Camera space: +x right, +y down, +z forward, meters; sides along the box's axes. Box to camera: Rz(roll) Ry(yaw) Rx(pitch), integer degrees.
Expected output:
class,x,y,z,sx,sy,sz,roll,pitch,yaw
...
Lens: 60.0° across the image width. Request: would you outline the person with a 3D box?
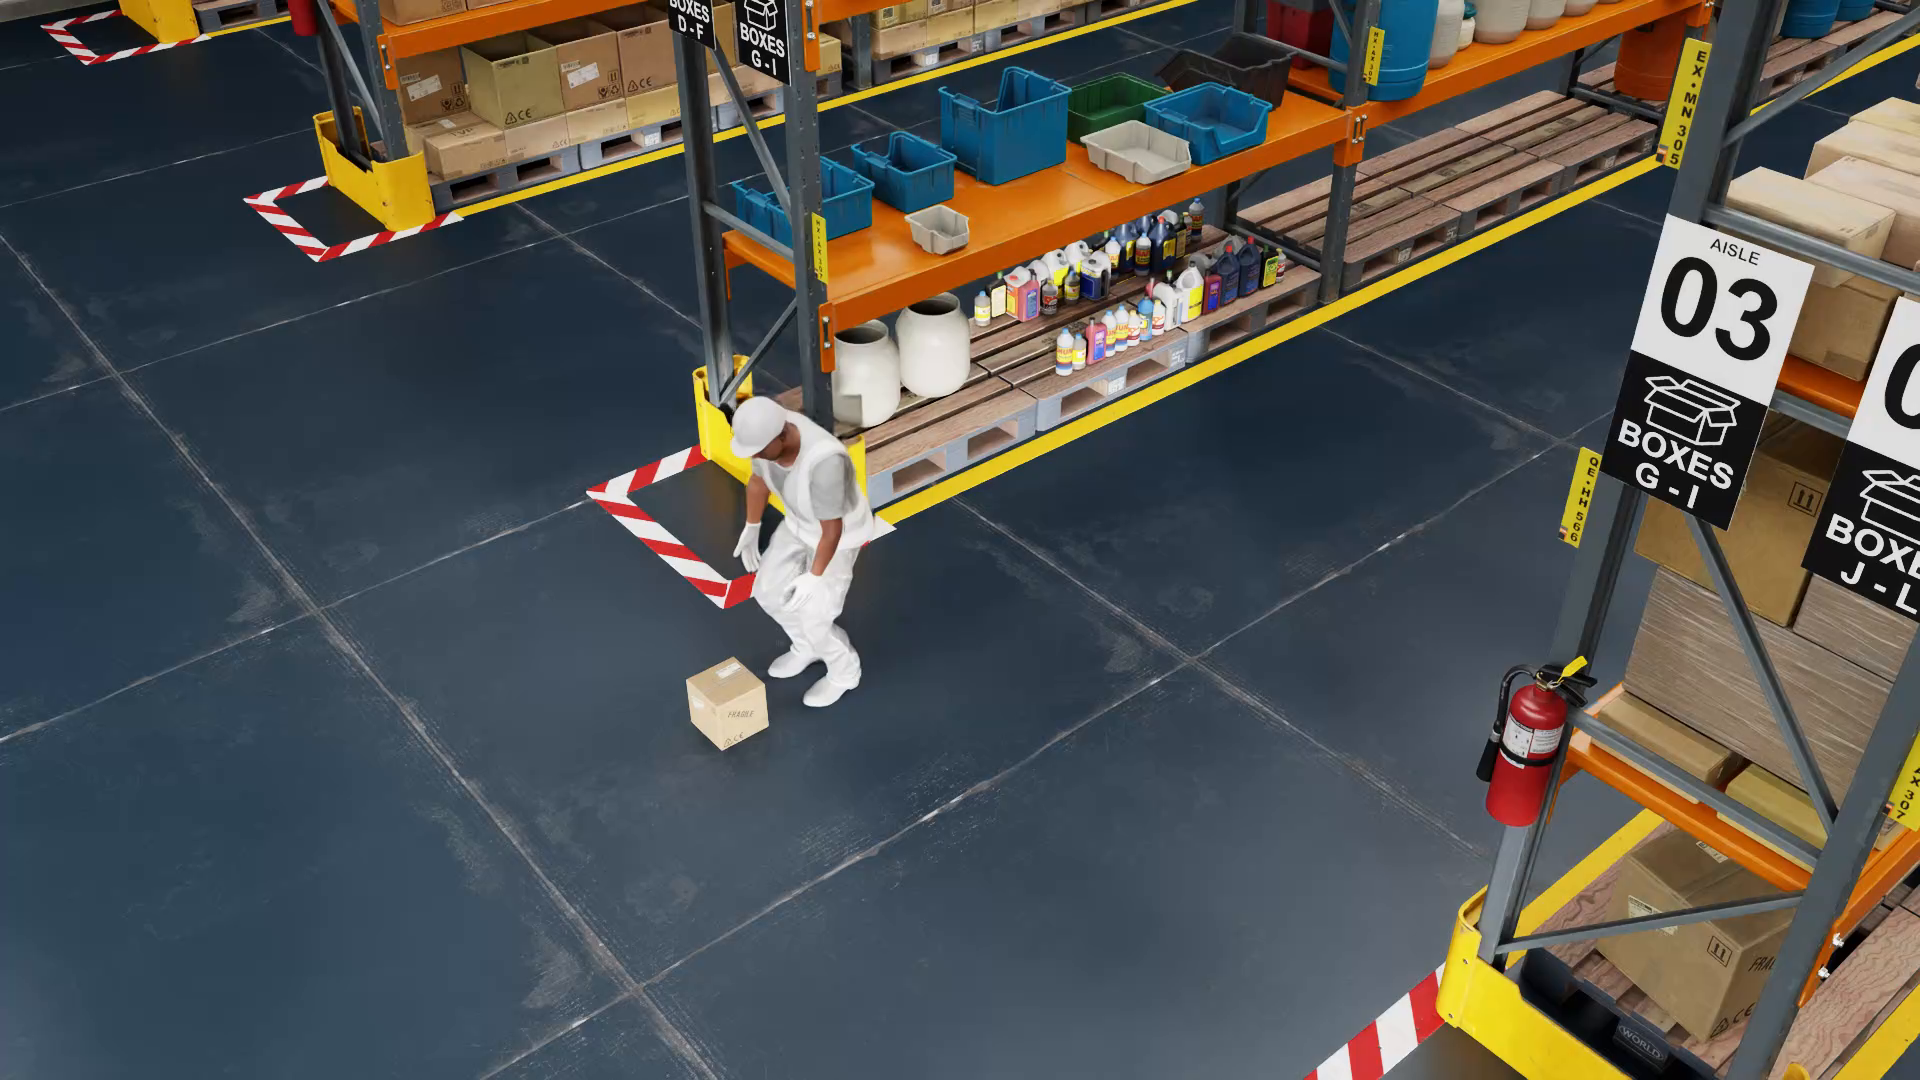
class,x,y,z,sx,sy,sz,roll,pitch,yaw
person,-0.667,0.017,7.197,0.630,1.601,0.601,-26,43,-31
